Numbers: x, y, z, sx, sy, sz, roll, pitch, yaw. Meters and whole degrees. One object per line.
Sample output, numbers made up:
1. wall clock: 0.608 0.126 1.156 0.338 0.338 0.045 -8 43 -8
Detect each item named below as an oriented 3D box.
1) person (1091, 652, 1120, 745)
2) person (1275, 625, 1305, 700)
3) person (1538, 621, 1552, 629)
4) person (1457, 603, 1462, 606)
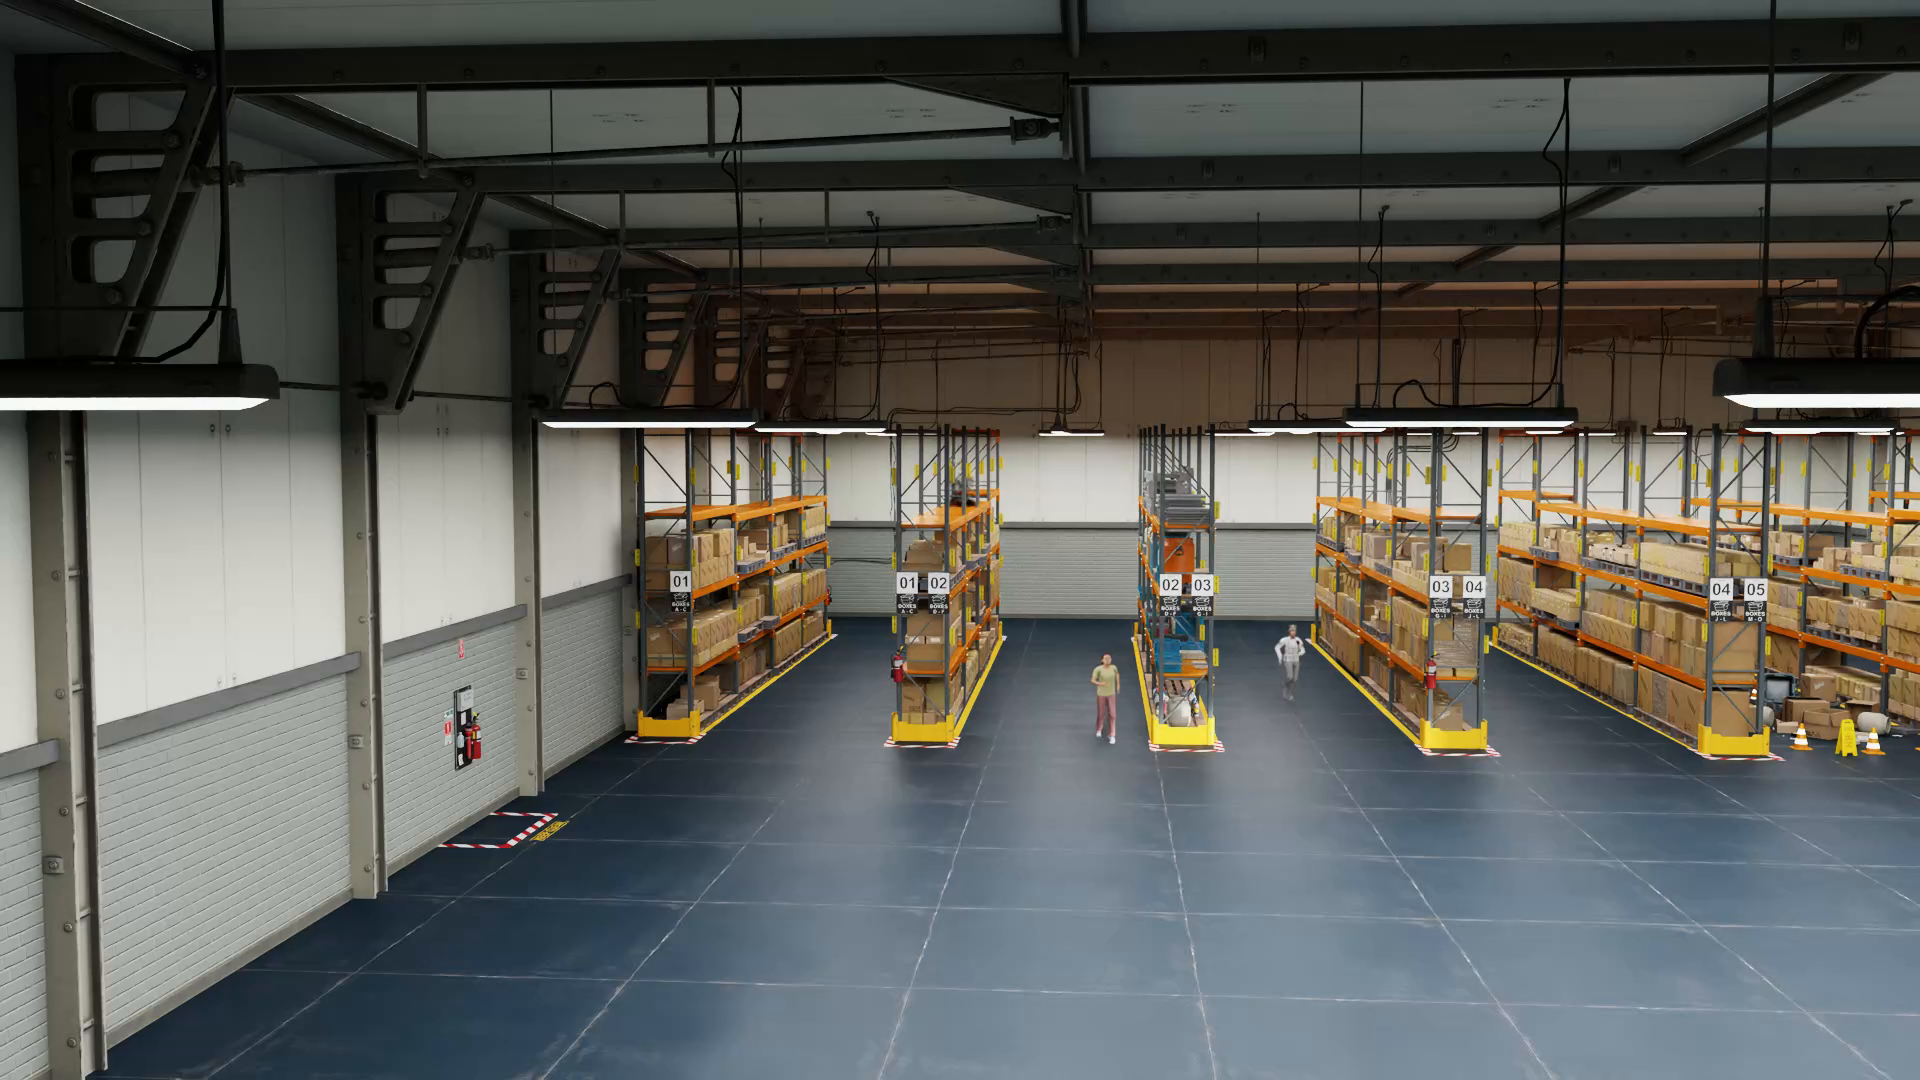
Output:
1. person: 2.756 2.977 31.486 0.588 1.734 0.772 -1 4 -10
2. person: 7.238 2.671 36.277 0.593 1.655 0.624 0 3 -6
3. person: 16.608 2.010 47.271 0.670 1.659 0.537 0 3 -4
4. person: 13.888 2.021 46.718 0.743 1.726 0.756 3 4 37
